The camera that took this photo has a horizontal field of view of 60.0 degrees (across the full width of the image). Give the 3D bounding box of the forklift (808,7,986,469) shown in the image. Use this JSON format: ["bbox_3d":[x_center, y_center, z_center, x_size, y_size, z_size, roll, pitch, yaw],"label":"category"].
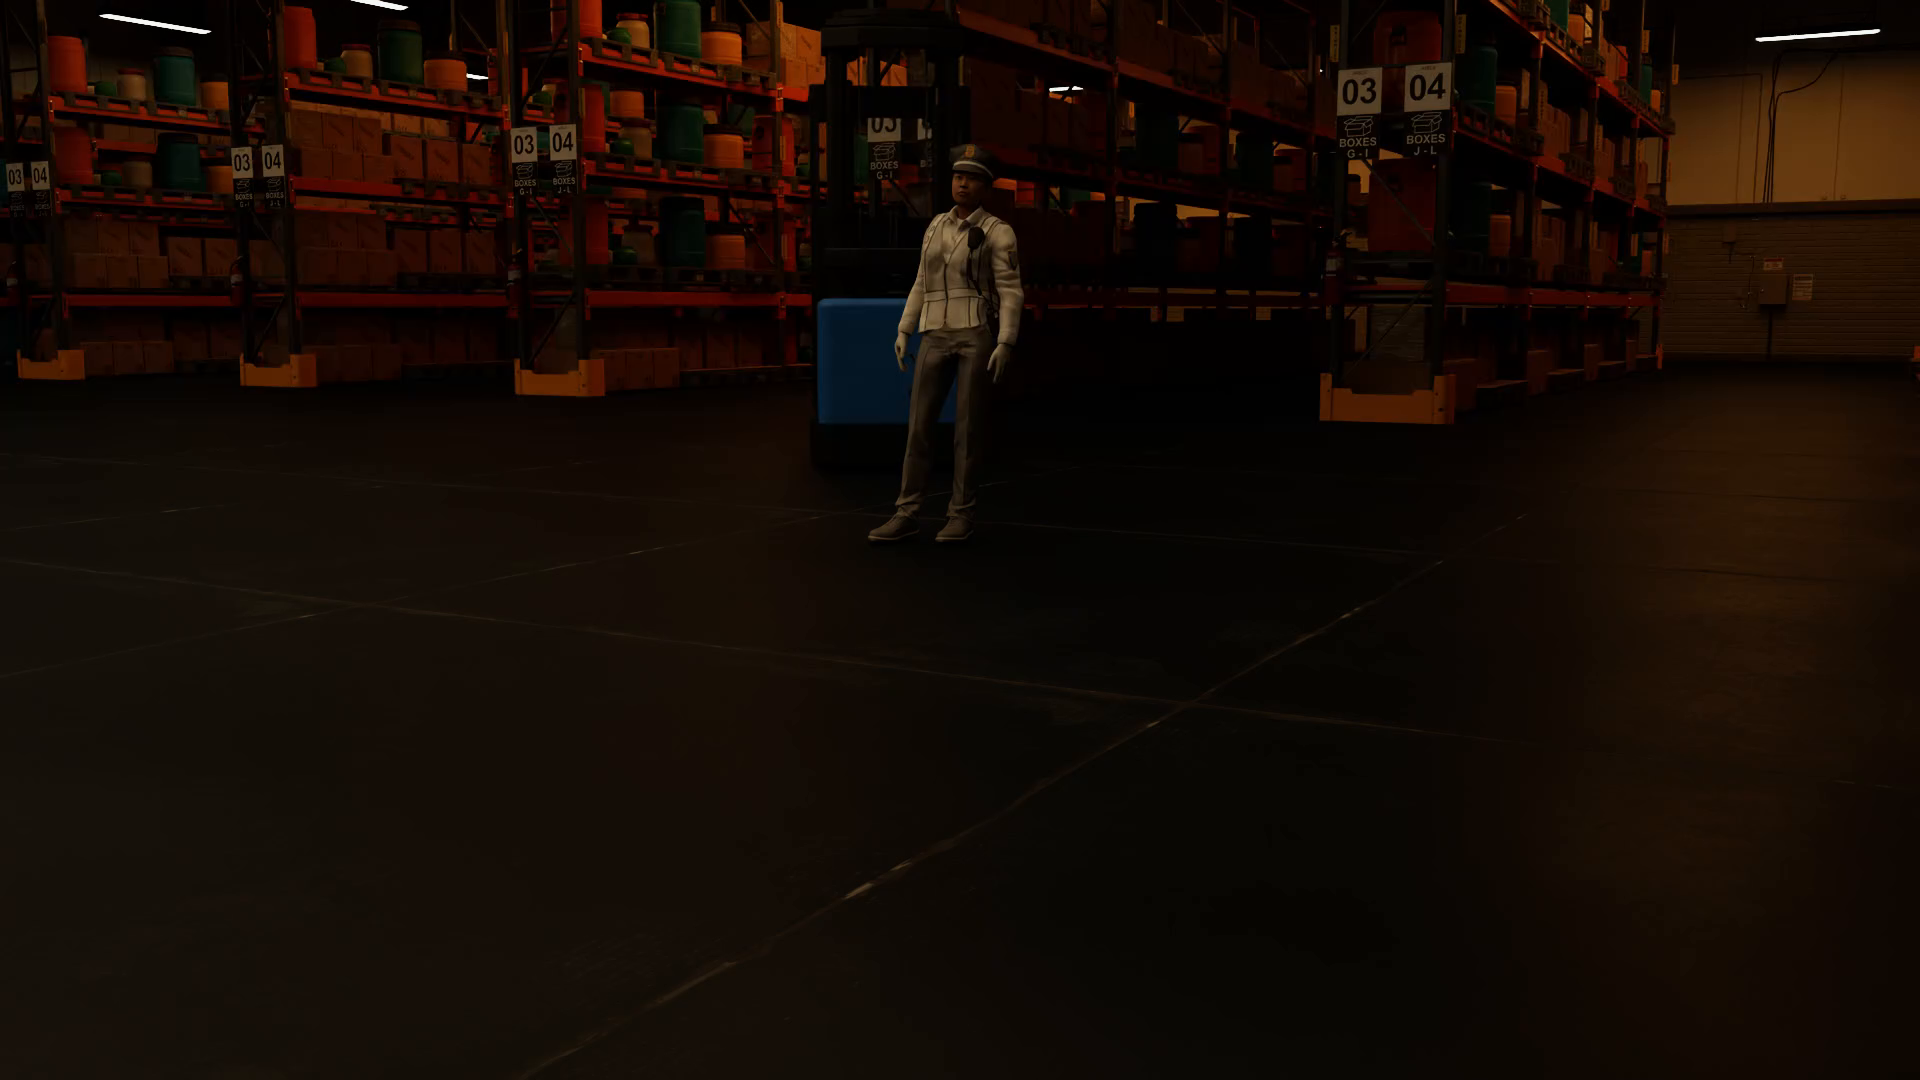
[{"bbox_3d":[-0.495,-2.066,11.564,1.130,2.935,3.031,-1,8,-5],"label":"forklift"}]

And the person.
[{"bbox_3d":[-0.040,-0.839,7.141,0.586,1.694,0.530,4,9,29],"label":"person"}]
